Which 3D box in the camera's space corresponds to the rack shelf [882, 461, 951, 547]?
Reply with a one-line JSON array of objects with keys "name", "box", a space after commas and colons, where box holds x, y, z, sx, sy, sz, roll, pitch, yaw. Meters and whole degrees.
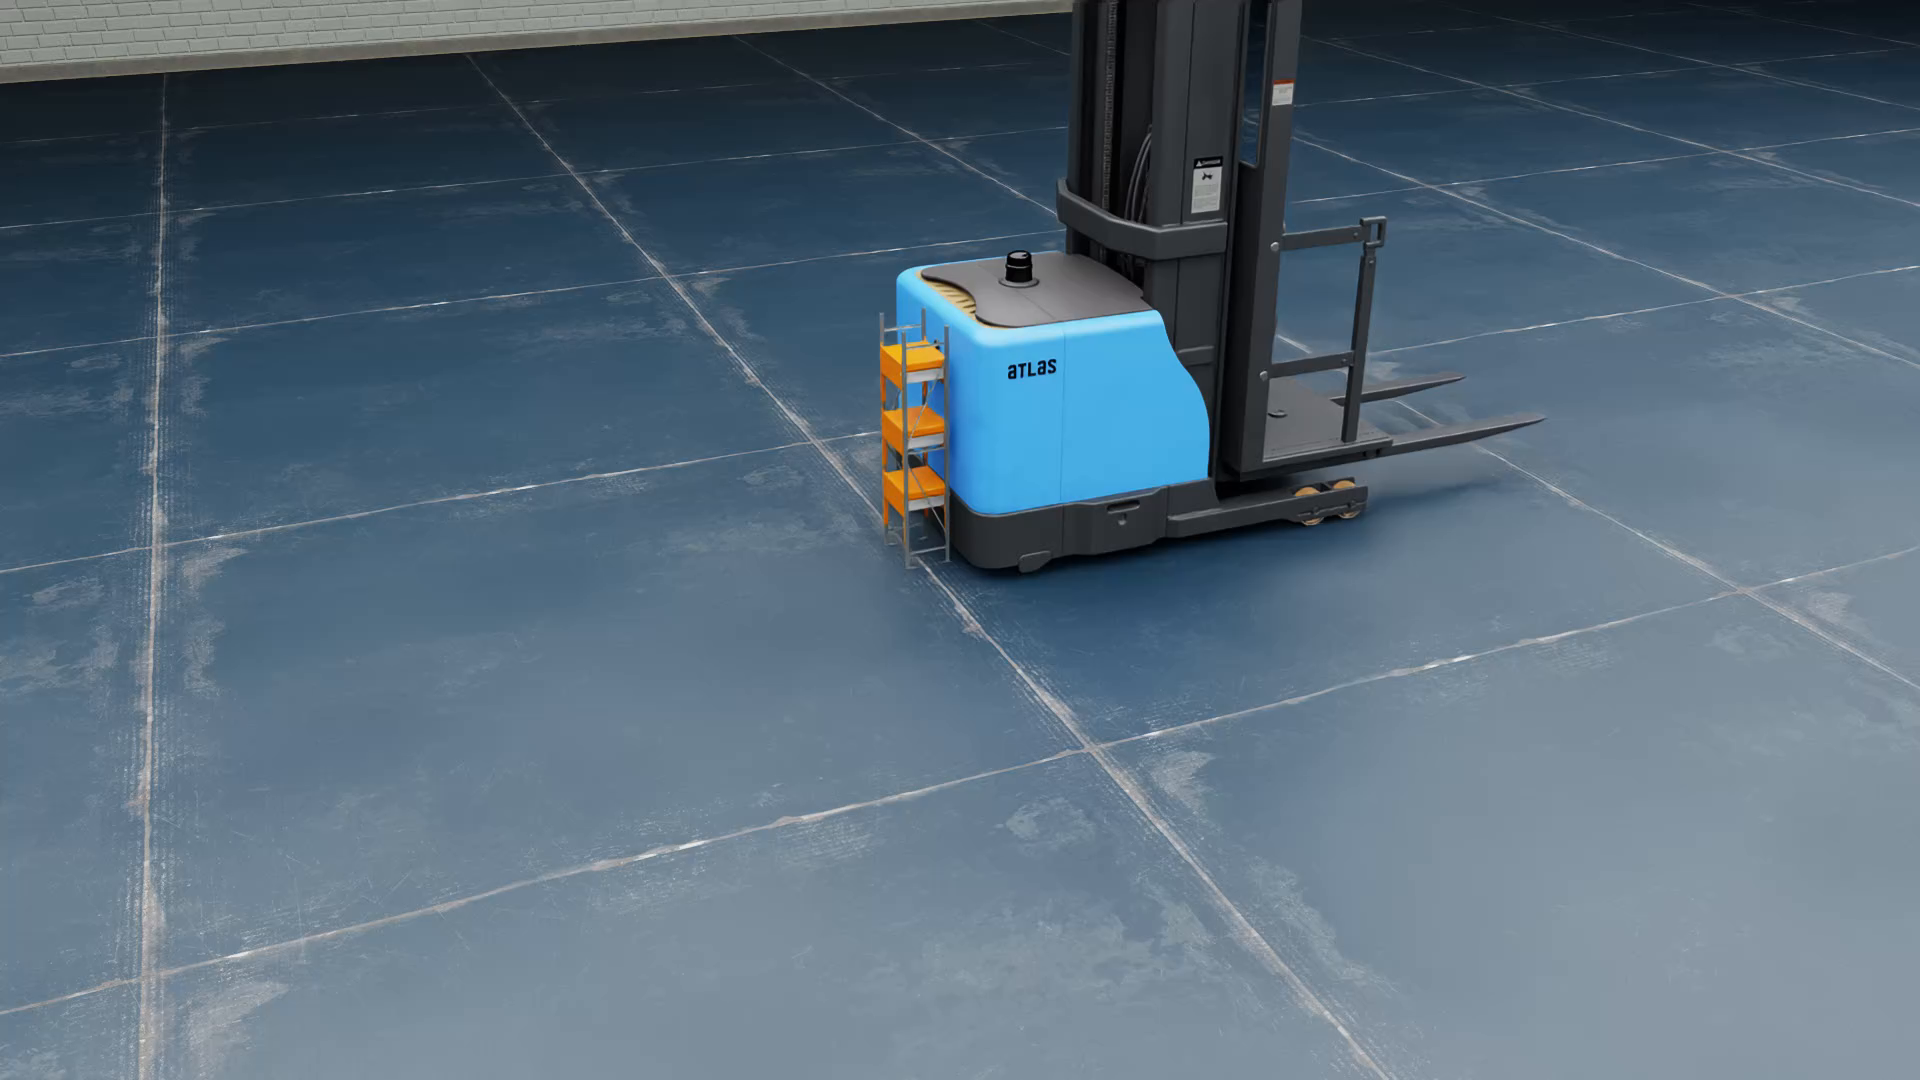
[{"name": "rack shelf", "box": [-0.185, -0.154, 7.026, 0.215, 0.259, 0.240, -11, 28, -21]}]

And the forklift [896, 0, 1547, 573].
[{"name": "forklift", "box": [1.278, -1.584, 7.153, 3.031, 2.935, 1.130, -10, 28, -20]}]

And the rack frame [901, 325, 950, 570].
[{"name": "rack frame", "box": [-0.137, -0.364, 6.798, 0.200, 1.050, 0.008, -11, 28, -21]}]

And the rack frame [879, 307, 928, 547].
[{"name": "rack frame", "box": [-0.233, -0.462, 7.000, 0.200, 1.050, 0.008, -11, 28, -21]}]

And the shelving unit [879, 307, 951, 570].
[{"name": "shelving unit", "box": [-0.185, -0.413, 6.899, 0.215, 1.050, 0.252, -11, 28, -21]}]

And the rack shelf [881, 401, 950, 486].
[{"name": "rack shelf", "box": [-0.185, -0.403, 6.904, 0.215, 0.259, 0.240, -11, 28, -21]}]

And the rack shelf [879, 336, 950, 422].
[{"name": "rack shelf", "box": [-0.185, -0.658, 6.779, 0.215, 0.259, 0.240, -11, 28, -21]}]
